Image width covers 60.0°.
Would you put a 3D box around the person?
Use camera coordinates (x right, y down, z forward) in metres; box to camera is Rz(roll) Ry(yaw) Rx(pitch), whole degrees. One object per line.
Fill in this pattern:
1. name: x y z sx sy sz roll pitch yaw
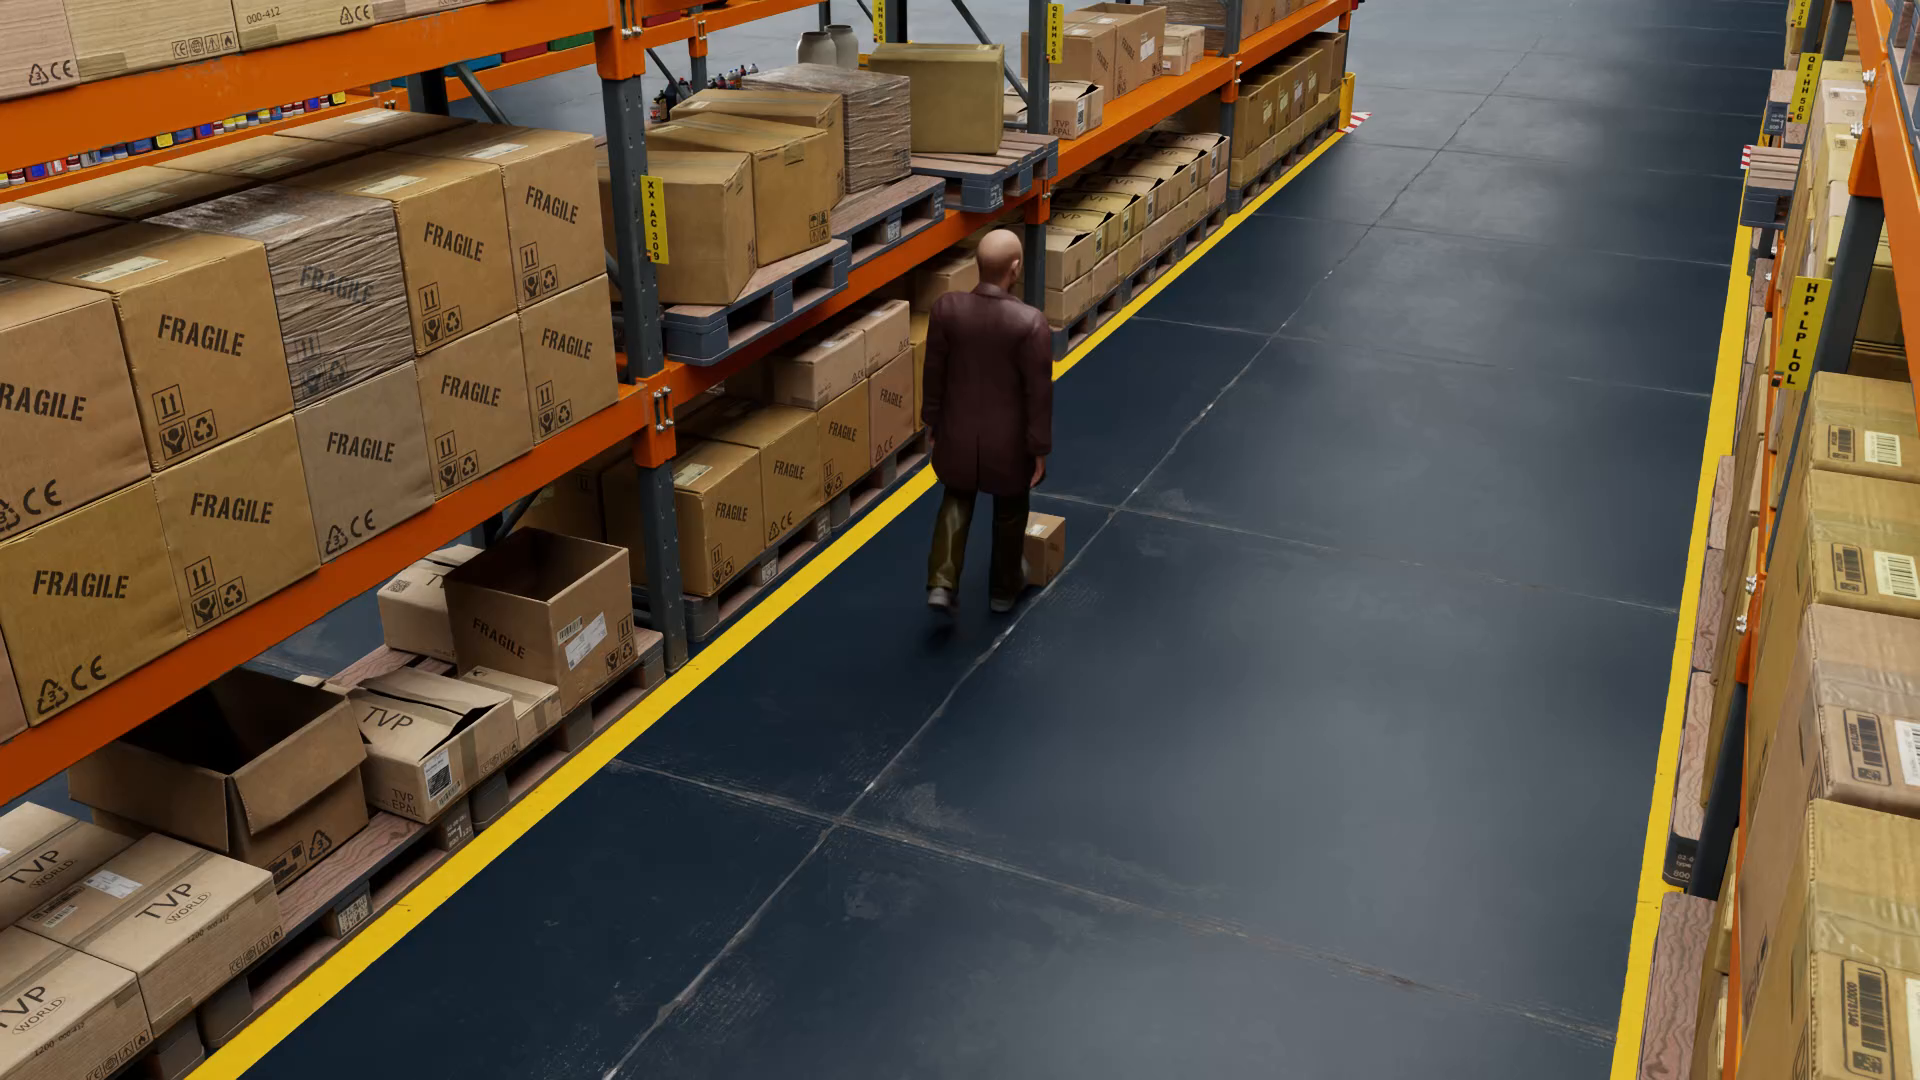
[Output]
1. person: 0.132 -0.466 7.059 0.606 1.772 0.776 8 27 16
